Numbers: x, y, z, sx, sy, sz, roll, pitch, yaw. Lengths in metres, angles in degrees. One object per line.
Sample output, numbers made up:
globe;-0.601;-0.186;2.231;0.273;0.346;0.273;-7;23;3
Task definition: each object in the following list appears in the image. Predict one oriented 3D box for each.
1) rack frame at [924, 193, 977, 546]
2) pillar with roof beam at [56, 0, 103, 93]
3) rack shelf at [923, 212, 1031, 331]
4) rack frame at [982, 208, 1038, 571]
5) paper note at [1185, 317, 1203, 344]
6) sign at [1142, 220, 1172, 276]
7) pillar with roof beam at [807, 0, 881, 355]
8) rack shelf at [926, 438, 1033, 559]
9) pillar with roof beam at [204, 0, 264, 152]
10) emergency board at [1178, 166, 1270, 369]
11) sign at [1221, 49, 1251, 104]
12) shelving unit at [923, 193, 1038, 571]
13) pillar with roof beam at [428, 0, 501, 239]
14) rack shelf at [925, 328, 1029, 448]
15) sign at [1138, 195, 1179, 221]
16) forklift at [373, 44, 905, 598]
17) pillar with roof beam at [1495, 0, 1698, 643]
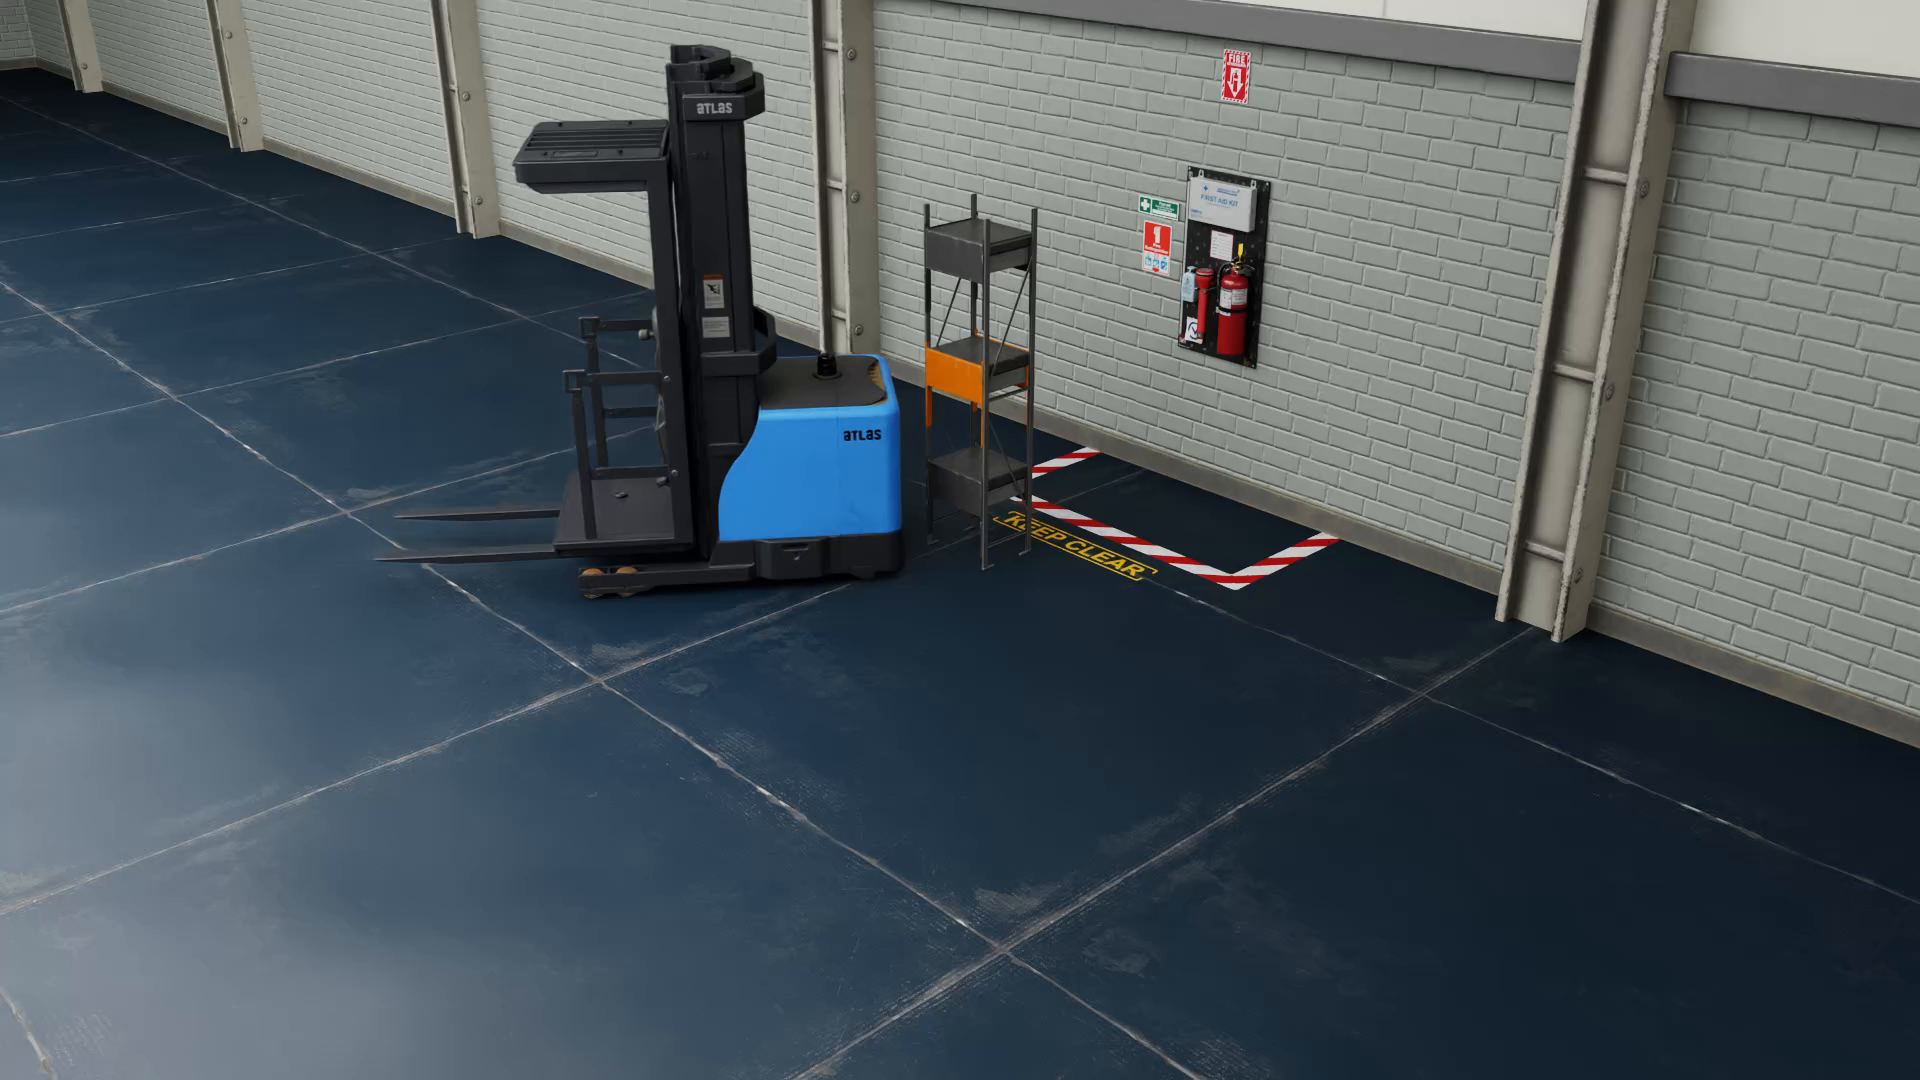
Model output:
rack frame;-0.054;-0.979;9.866;0.400;2.100;0.015;-21;32;-38
pillar with roof beam;-16.314;-9.688;20.644;9.100;9.000;0.400;-21;32;-38
rack shelf;0.113;-1.530;9.419;0.431;0.518;0.480;-21;32;-38
rack frame;0.280;-0.831;9.542;0.400;2.100;0.015;-21;32;-38
paper note;1.500;-1.340;10.636;0.016;0.148;0.142;-21;32;-38
sign;1.268;-1.881;10.716;0.001;0.329;0.234;-21;32;-38
pillar with roof beam;-4.012;-4.234;8.690;9.100;9.000;0.400;-21;32;-38
rack shelf;0.113;-0.256;10.000;0.431;0.518;0.480;-21;32;-38
pillar with roof beam;-12.213;-7.870;16.659;9.100;9.000;0.400;-21;32;-38
emergency board;1.571;-1.668;10.292;0.194;1.169;0.643;-21;32;-38
sign;1.638;-2.753;9.879;0.001;0.298;0.199;-21;32;-38
shelving unit;0.113;-0.905;9.704;0.431;2.100;0.503;-21;32;-38
pillar with roof beam;-8.113;-6.052;12.675;9.100;9.000;0.400;-21;32;-38
rack shelf;0.113;-0.893;9.710;0.431;0.518;0.480;-21;32;-38
sign;1.265;-2.118;10.598;0.001;0.109;0.331;-21;32;-38
forklift;-1.882;-1.233;9.420;3.031;2.935;1.130;-3;25;-6
pillar with roof beam;0.089;-2.417;4.705;9.100;9.000;0.400;-21;32;-38
